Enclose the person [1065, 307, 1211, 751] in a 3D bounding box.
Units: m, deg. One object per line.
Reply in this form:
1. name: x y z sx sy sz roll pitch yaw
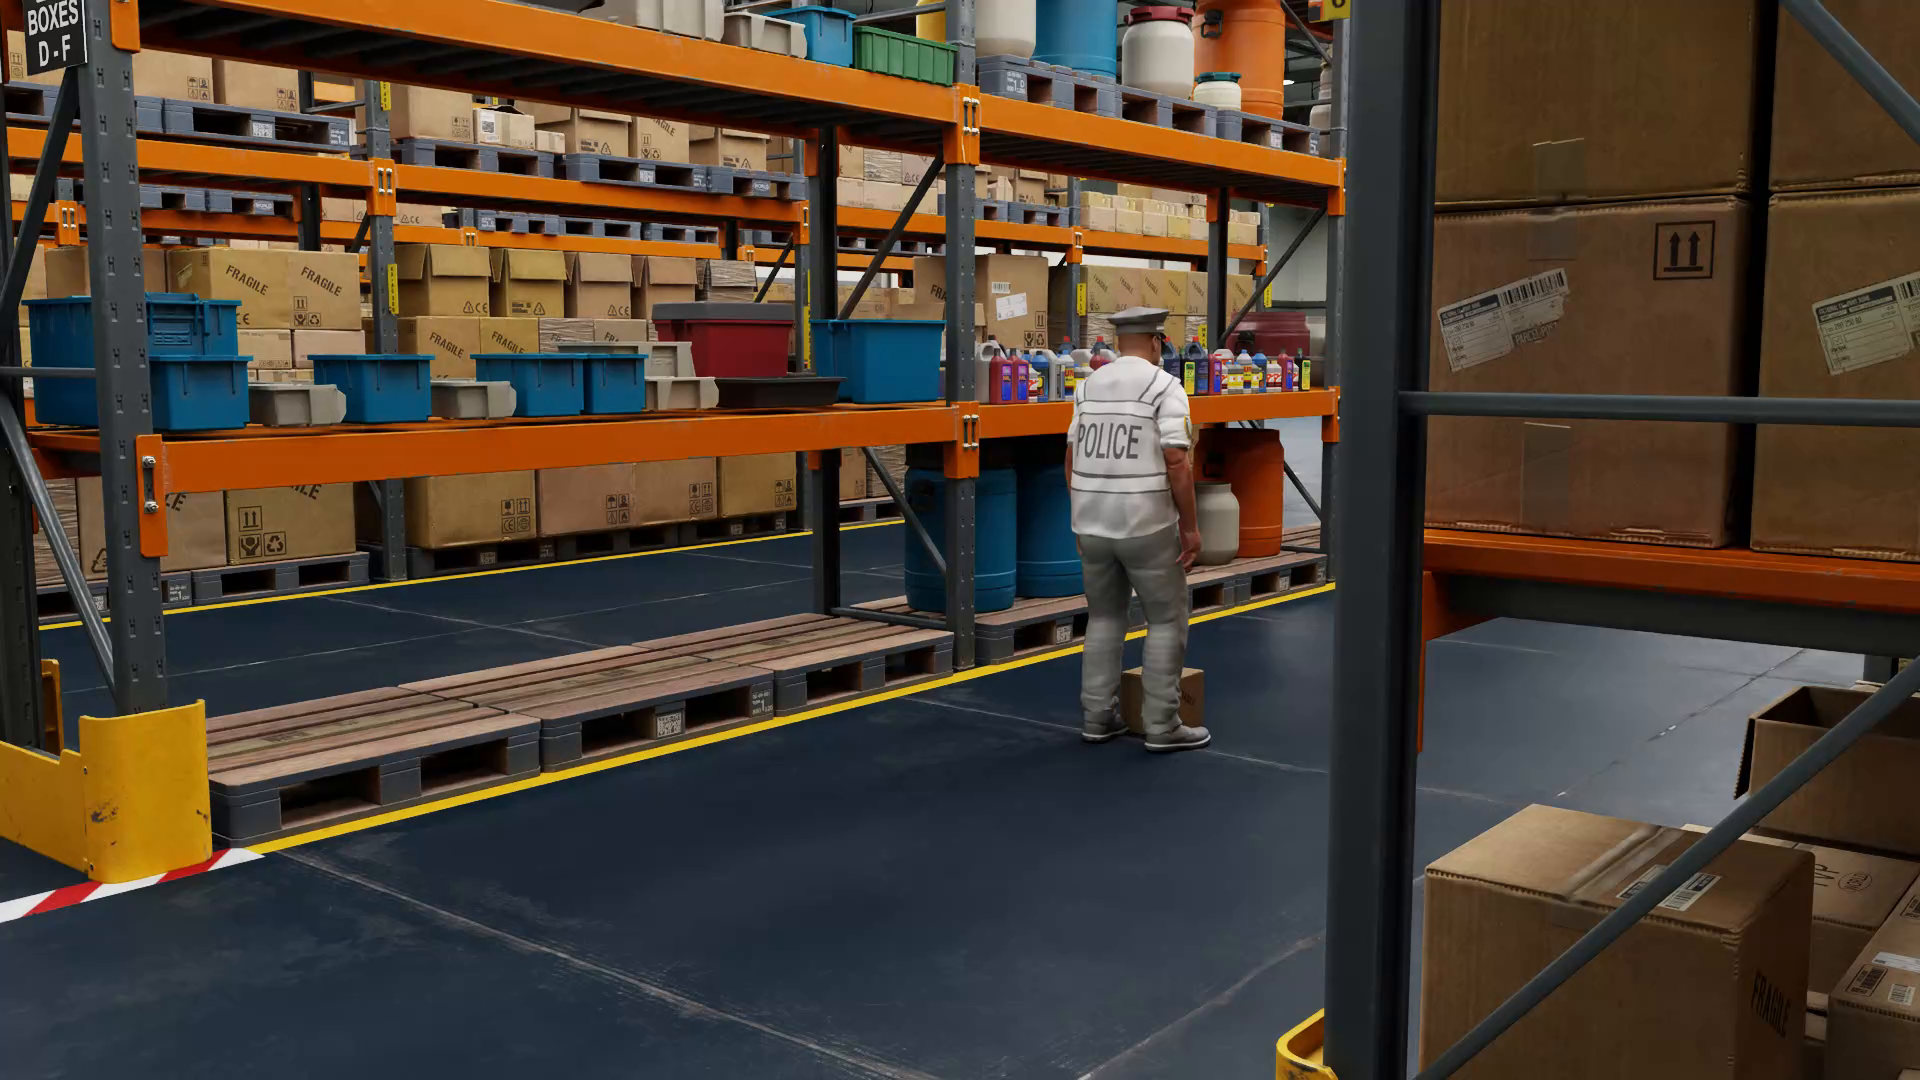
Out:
1. person: 0.681 -0.050 6.625 0.585 1.747 0.439 5 8 38
